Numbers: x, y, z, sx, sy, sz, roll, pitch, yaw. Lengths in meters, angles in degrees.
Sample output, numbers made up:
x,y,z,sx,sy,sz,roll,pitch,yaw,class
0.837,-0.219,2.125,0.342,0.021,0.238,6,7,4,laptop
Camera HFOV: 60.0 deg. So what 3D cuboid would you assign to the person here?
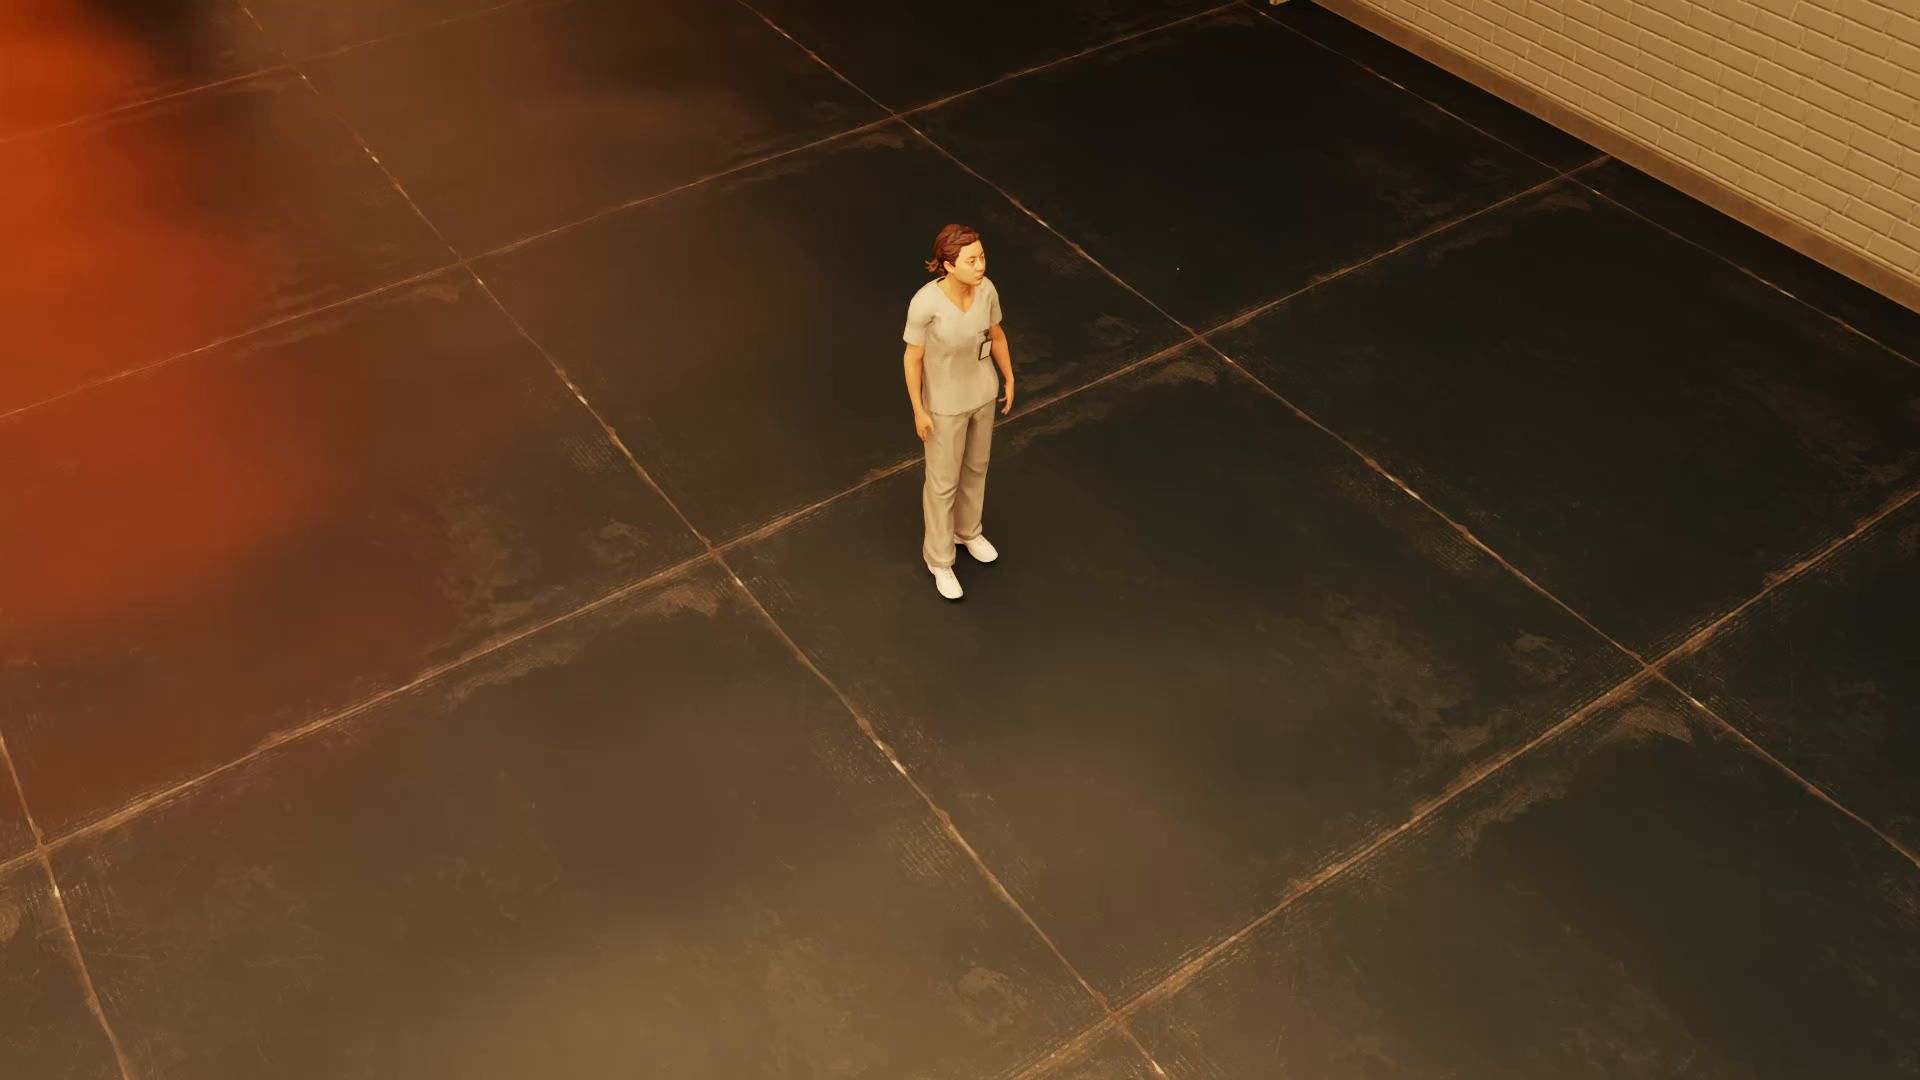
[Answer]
x,y,z,sx,sy,sz,roll,pitch,yaw,class
0.031,-0.575,7.255,0.549,1.673,0.548,-25,48,-25,person
